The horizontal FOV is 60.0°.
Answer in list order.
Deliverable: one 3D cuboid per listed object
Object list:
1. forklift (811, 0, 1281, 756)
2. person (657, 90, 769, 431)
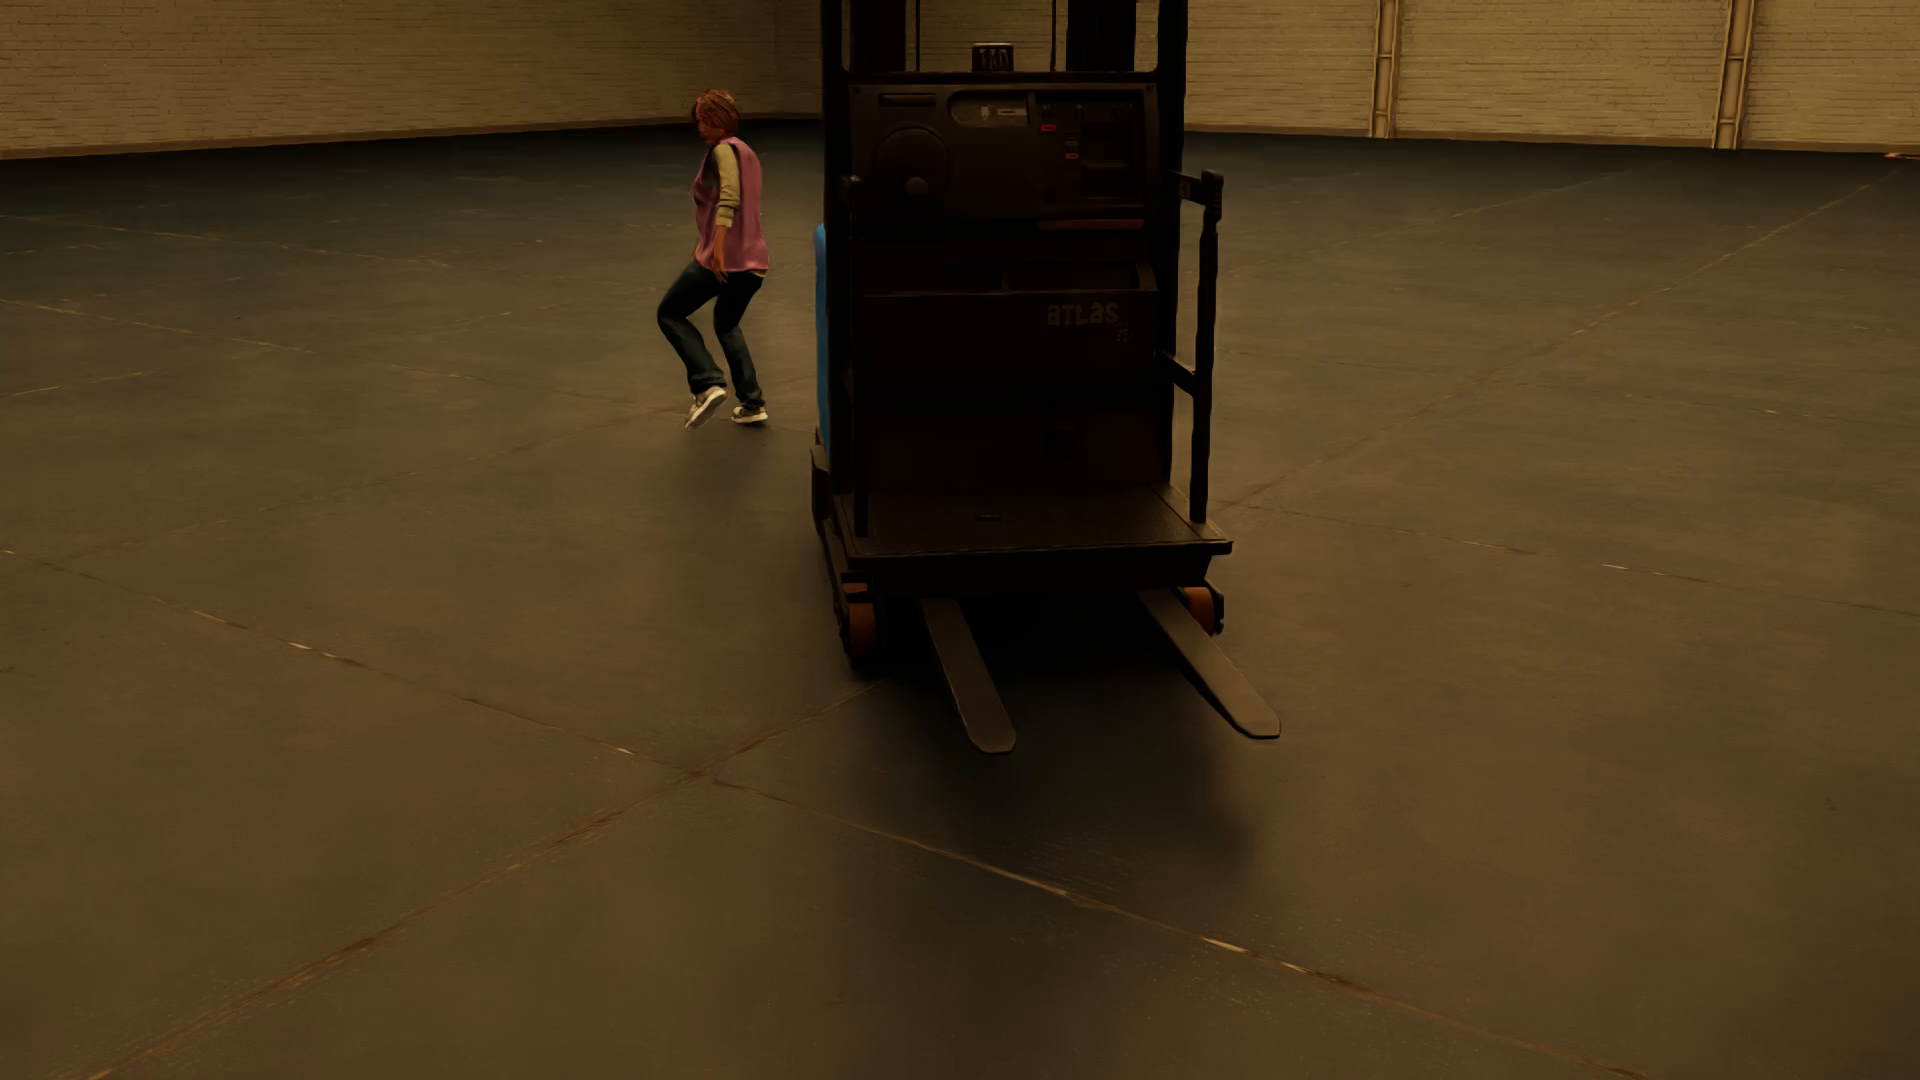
[{"bbox_3d":[0.168,-1.169,4.742,1.130,2.935,3.031,-2,17,-8],"label":"forklift"},{"bbox_3d":[-1.088,-1.242,7.486,0.580,1.512,0.648,10,19,29],"label":"person"}]
